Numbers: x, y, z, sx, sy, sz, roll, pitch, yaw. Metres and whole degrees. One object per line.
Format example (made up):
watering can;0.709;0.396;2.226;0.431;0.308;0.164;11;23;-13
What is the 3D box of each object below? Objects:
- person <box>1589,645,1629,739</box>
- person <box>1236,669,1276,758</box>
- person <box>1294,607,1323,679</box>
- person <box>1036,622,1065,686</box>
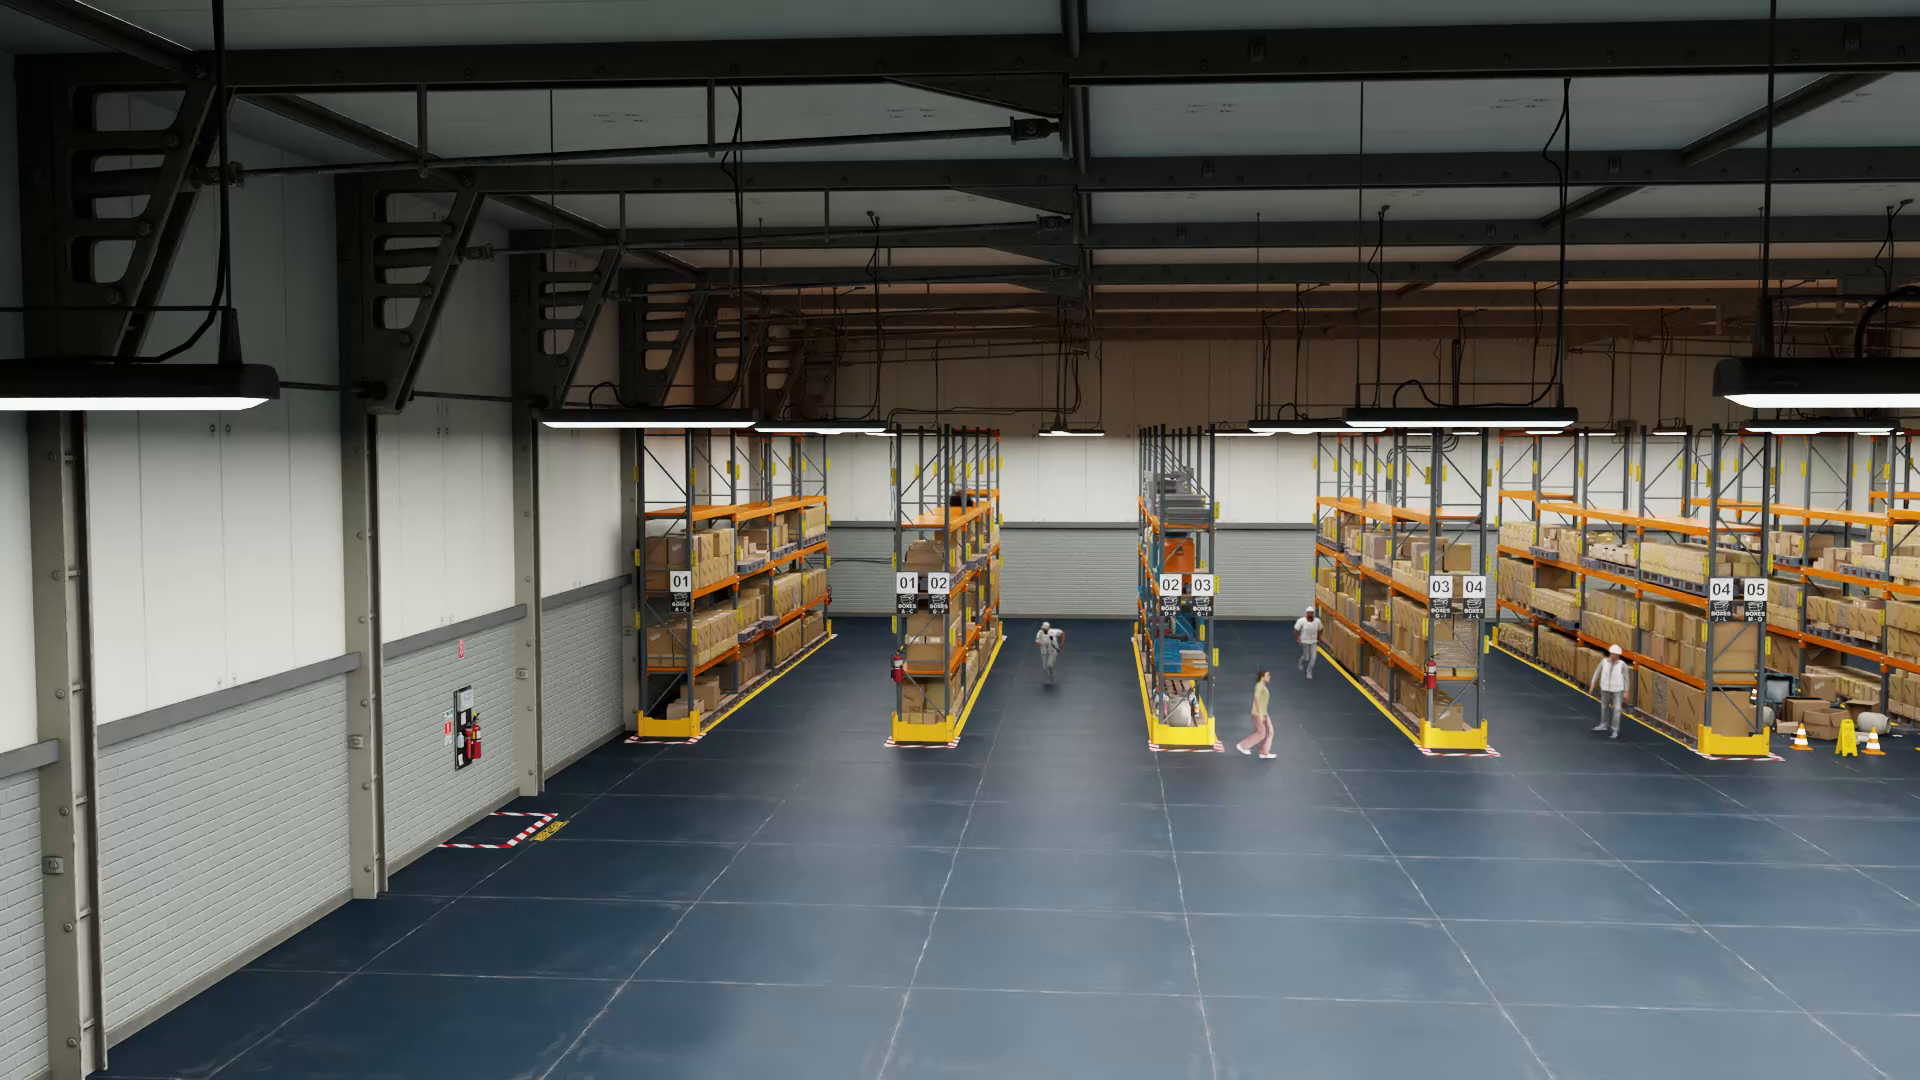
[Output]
person;12.545;2.896;32.124;0.696;1.765;0.760;3;4;37
person;5.311;3.116;29.775;0.690;1.601;0.498;1;4;20
person;8.381;2.449;39.925;0.718;1.719;0.585;0;4;-8
person;2.087;2.624;38.404;0.646;1.532;0.903;1;4;17
